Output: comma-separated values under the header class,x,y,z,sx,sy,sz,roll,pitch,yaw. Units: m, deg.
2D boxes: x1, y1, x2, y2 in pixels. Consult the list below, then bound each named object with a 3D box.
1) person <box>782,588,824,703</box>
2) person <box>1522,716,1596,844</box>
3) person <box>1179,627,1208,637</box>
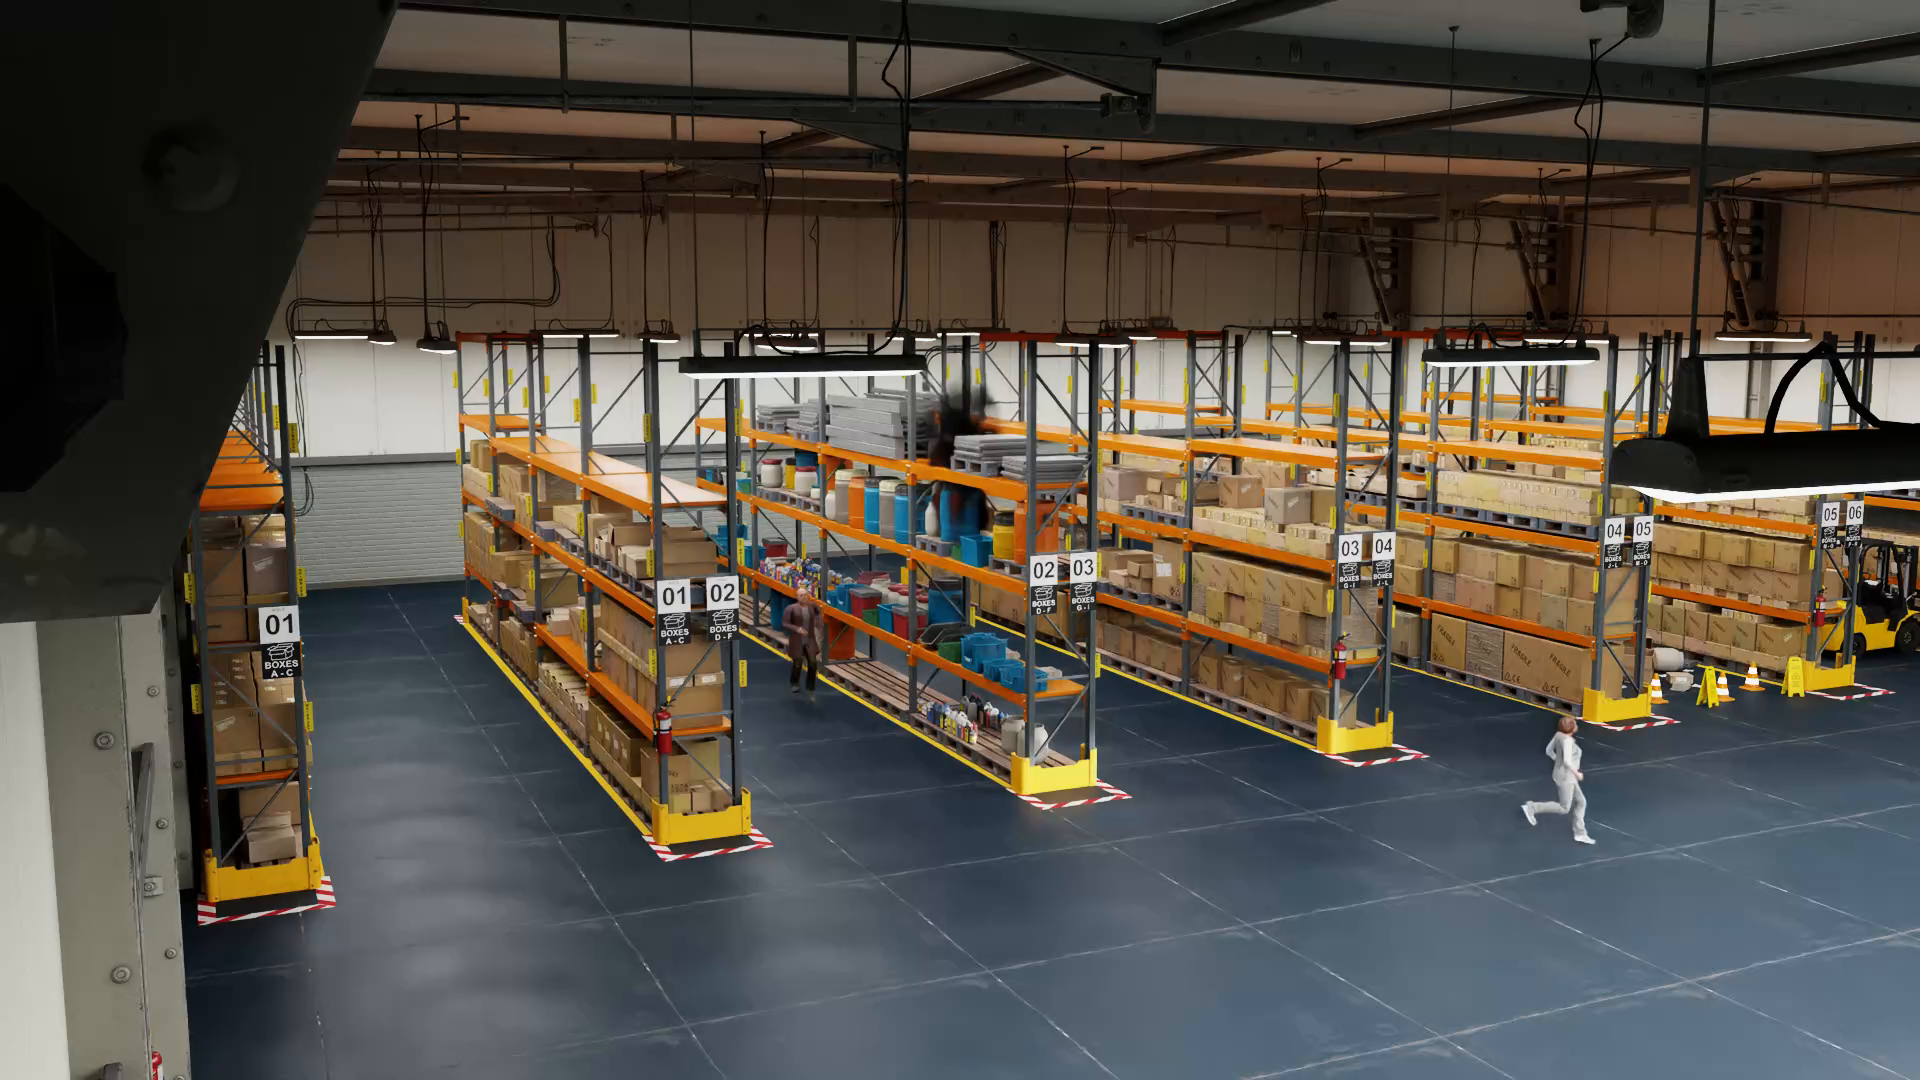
class,x,y,z,sx,sy,sz,roll,pitch,yaw
person,-2.509,1.683,26.671,0.740,1.862,0.811,-3,8,-22
person,7.241,2.893,20.029,0.890,1.576,0.528,1,8,10
person,4.660,0.992,33.119,0.686,1.792,0.839,-5,9,-32
